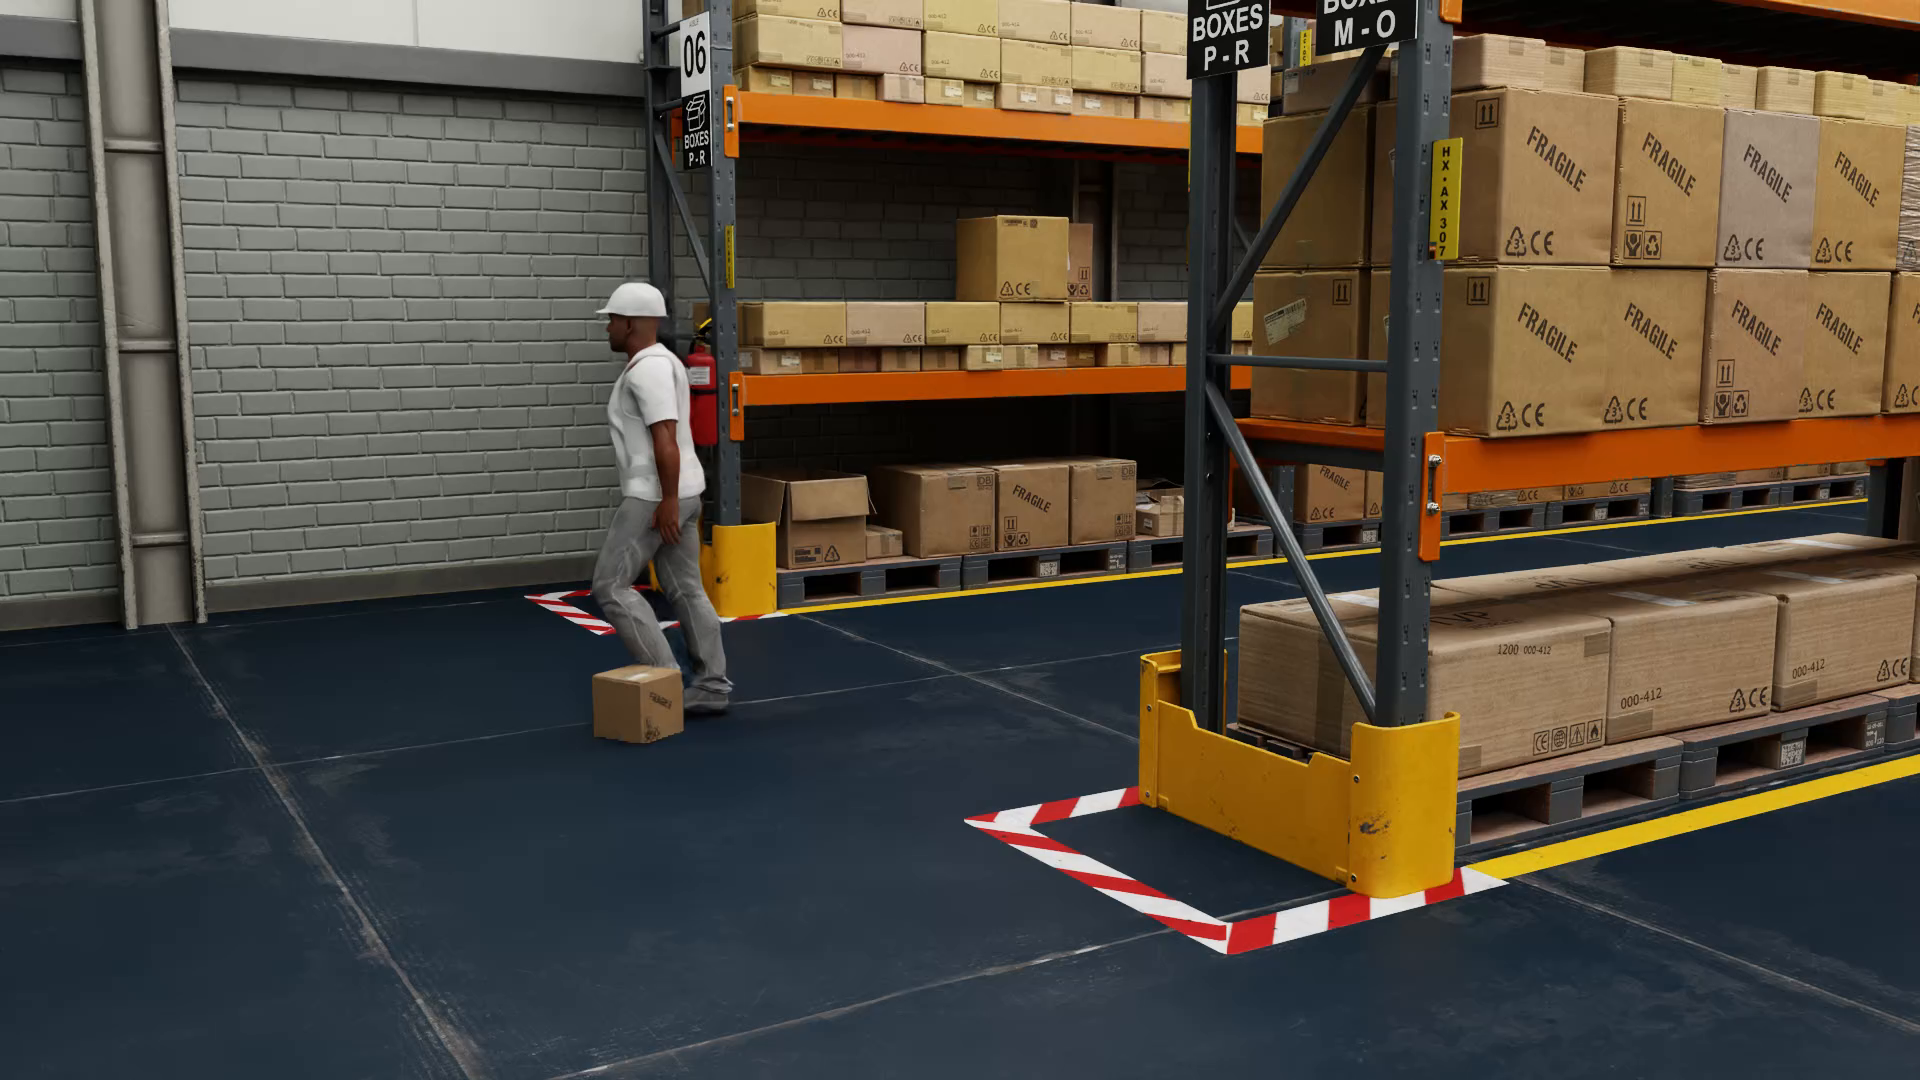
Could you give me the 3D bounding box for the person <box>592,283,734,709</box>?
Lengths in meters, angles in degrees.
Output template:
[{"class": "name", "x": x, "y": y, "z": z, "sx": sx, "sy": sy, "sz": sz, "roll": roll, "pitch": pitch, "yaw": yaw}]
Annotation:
[{"class": "person", "x": -1.206, "y": -0.163, "z": 6.796, "sx": 0.541, "sy": 1.756, "sz": 0.601, "roll": 0, "pitch": 8, "yaw": 3}]
